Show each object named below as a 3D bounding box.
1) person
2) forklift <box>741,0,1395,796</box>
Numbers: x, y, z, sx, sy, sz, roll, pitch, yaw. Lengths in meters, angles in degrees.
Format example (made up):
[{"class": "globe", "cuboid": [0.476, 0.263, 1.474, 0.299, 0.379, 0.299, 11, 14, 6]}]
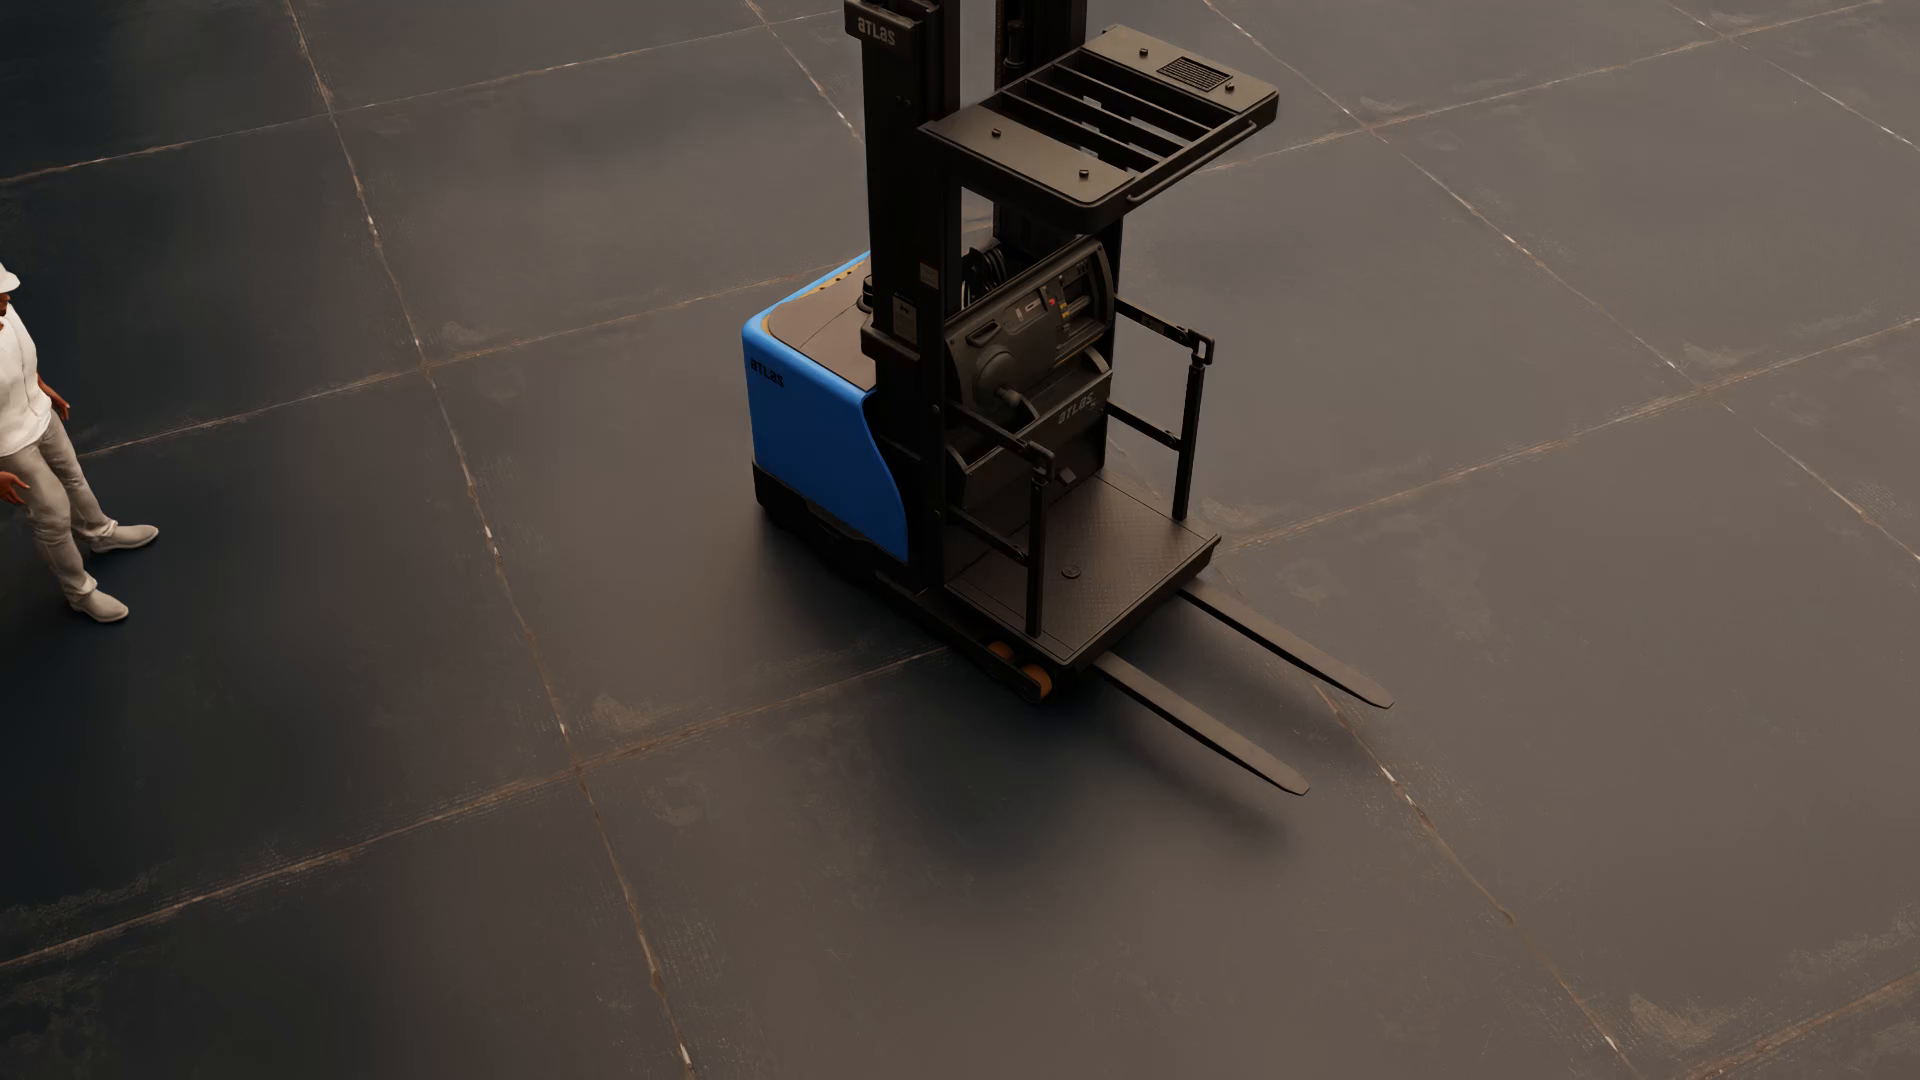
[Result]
[{"class": "person", "cuboid": [-3.943, -0.462, 7.031, 0.463, 1.765, 0.678, -1, 43, -1]}, {"class": "forklift", "cuboid": [0.445, -0.788, 6.525, 3.031, 2.935, 1.130, 32, 52, 30]}]
